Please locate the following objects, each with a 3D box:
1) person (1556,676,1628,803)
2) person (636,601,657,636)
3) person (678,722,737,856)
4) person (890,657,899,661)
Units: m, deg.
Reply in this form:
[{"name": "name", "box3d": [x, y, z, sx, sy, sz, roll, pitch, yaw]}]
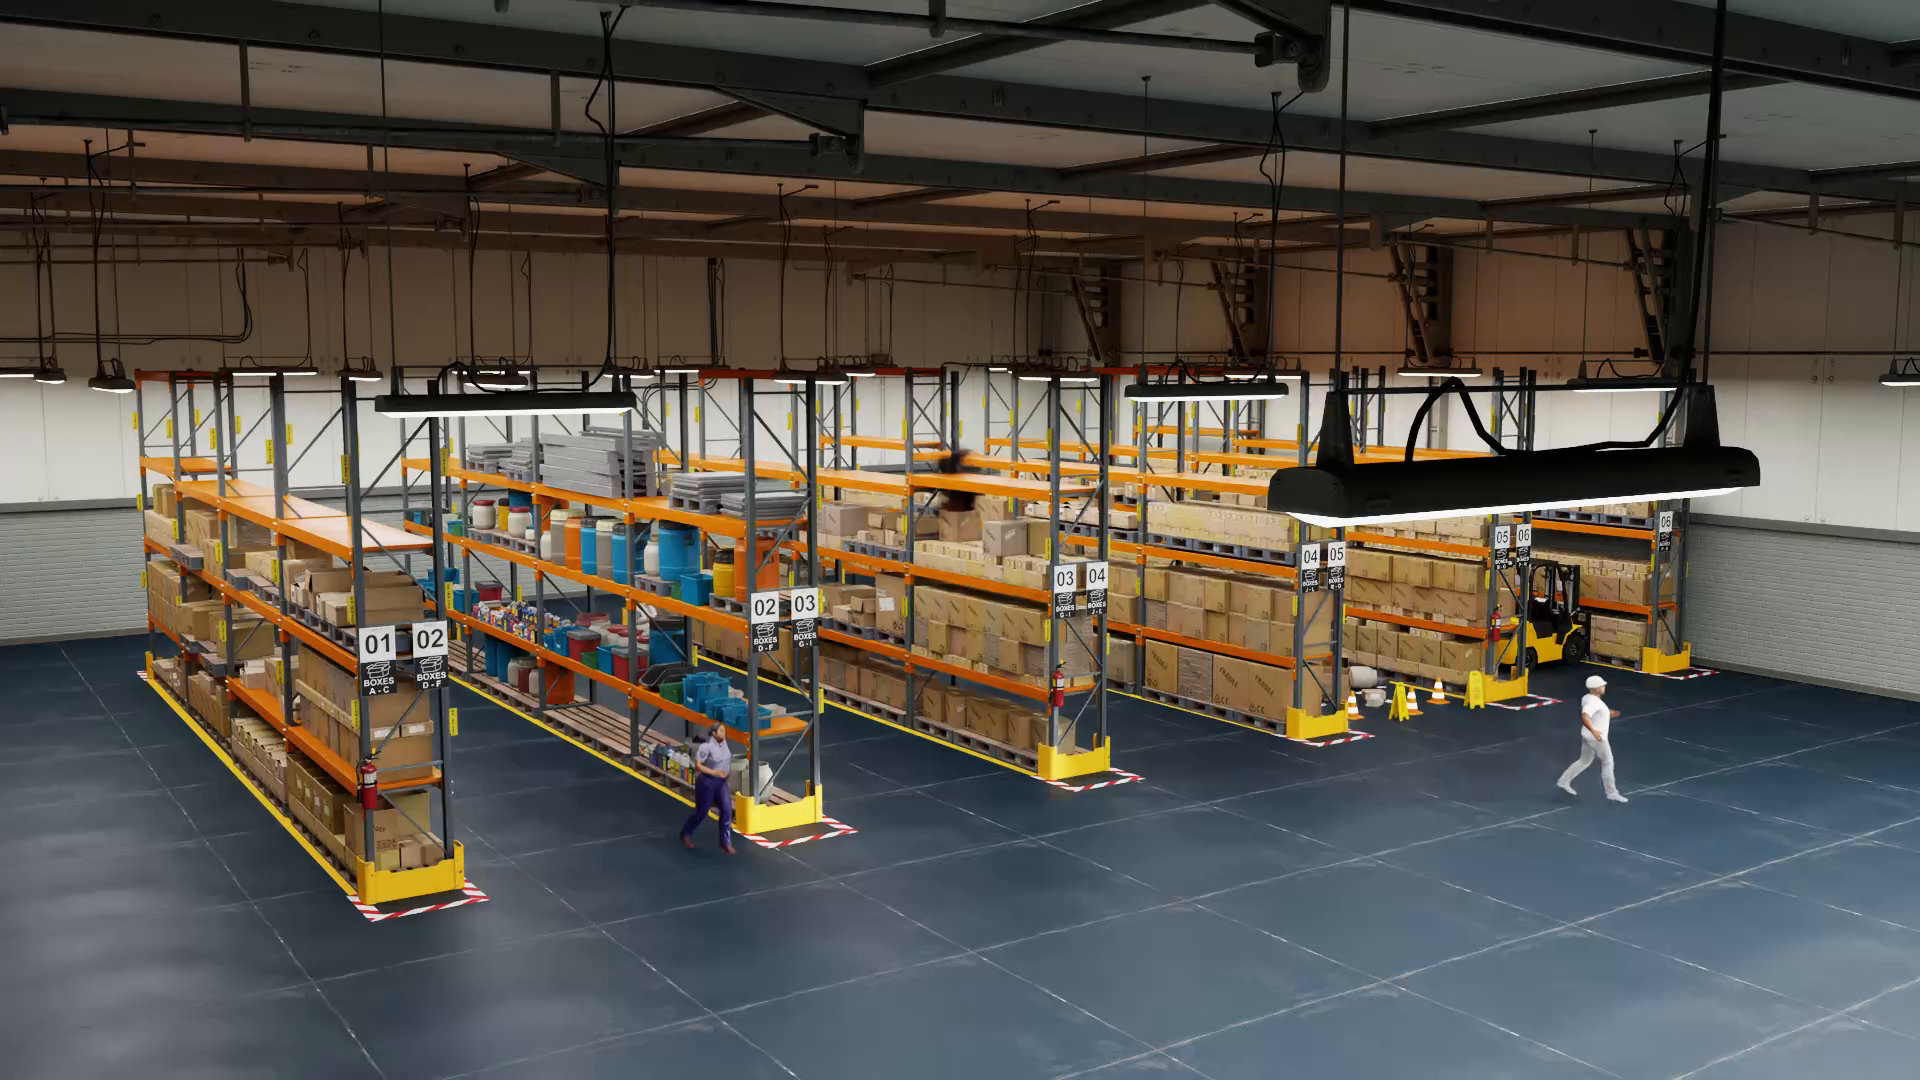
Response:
[{"name": "person", "box3d": [8.930, 2.789, 23.396, 0.959, 1.770, 0.693, 0, 6, 3]}, {"name": "person", "box3d": [-6.026, 1.831, 31.950, 0.808, 1.809, 0.646, 6, 9, 43]}, {"name": "person", "box3d": [-3.132, 3.140, 21.176, 0.823, 1.681, 0.653, 5, 8, 35]}, {"name": "person", "box3d": [-1.489, 1.642, 34.357, 0.589, 1.635, 0.802, -5, 8, -38]}]
